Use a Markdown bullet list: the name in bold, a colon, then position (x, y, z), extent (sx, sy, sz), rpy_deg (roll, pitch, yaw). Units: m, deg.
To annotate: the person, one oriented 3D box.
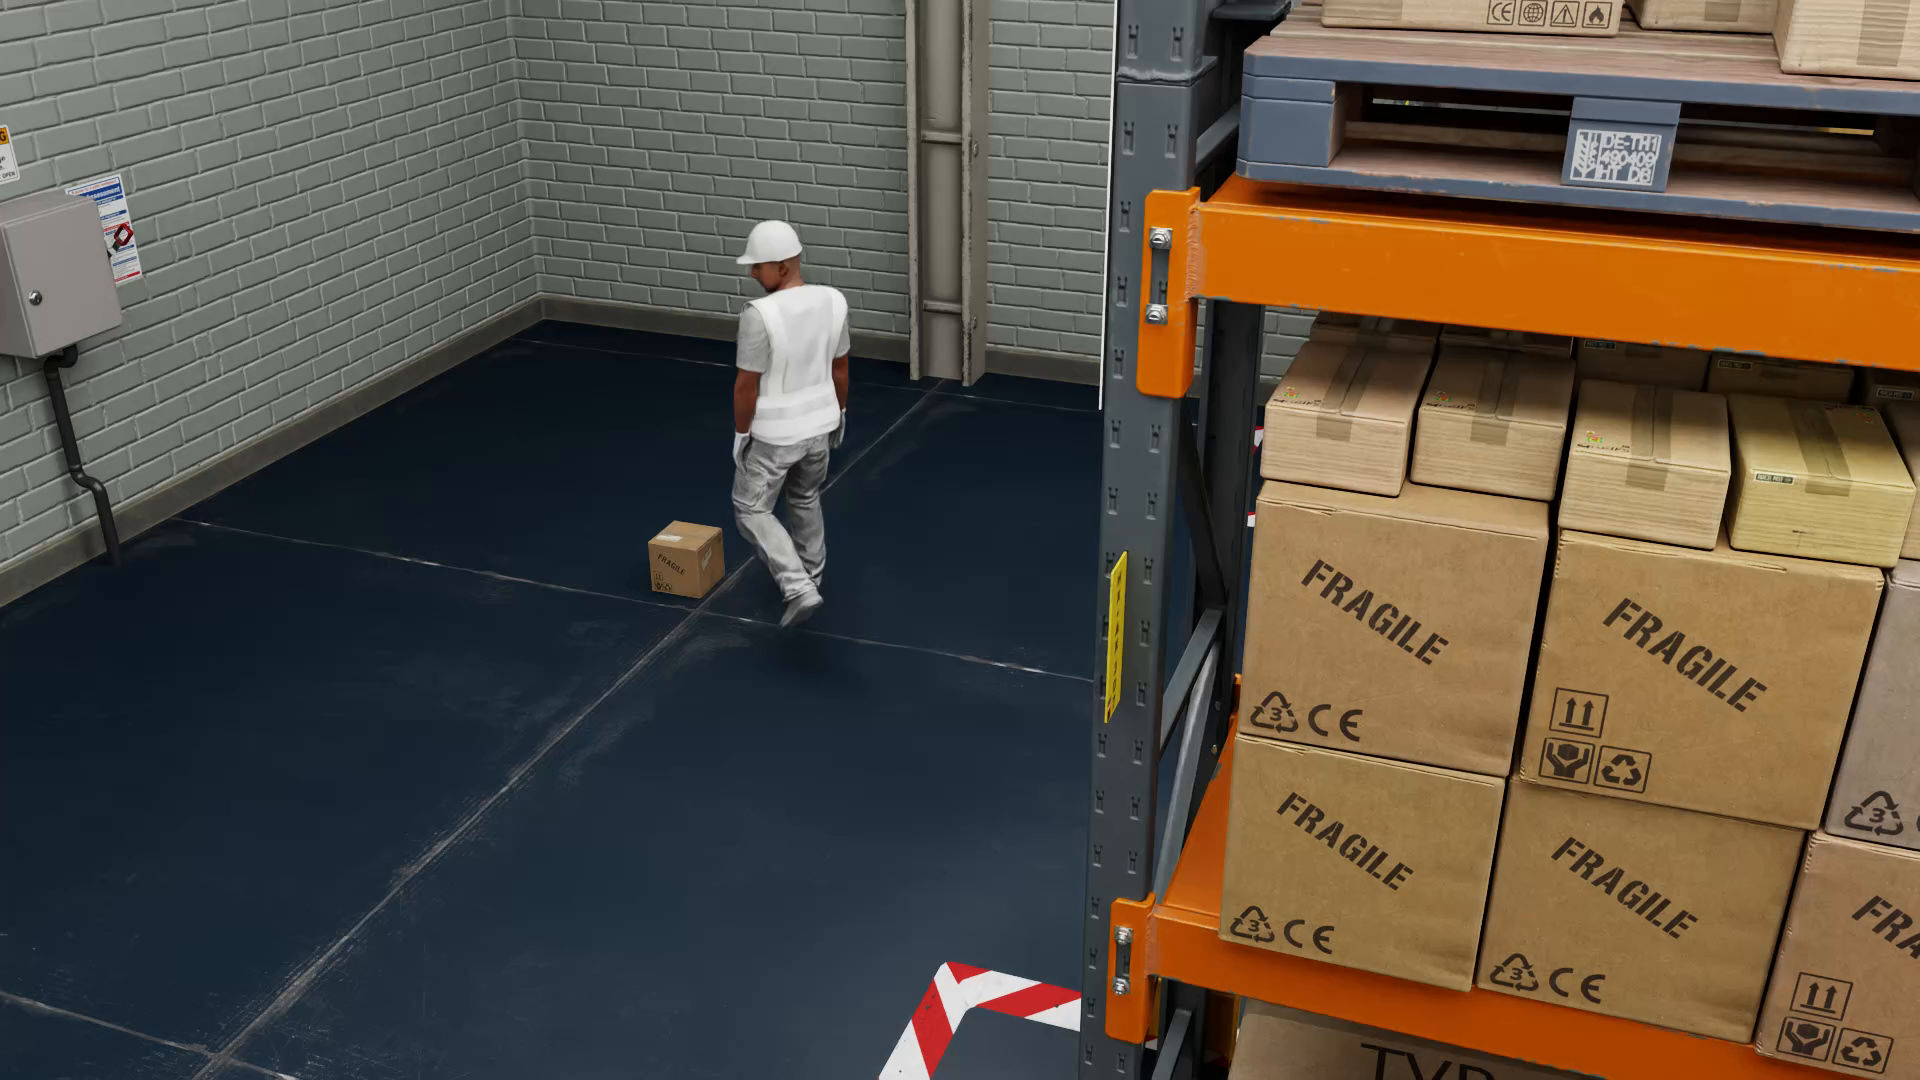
- **person**: position (-0.694, -0.467, 7.047), extent (0.600, 1.770, 0.737), rpy_deg (-20, 32, -36)
